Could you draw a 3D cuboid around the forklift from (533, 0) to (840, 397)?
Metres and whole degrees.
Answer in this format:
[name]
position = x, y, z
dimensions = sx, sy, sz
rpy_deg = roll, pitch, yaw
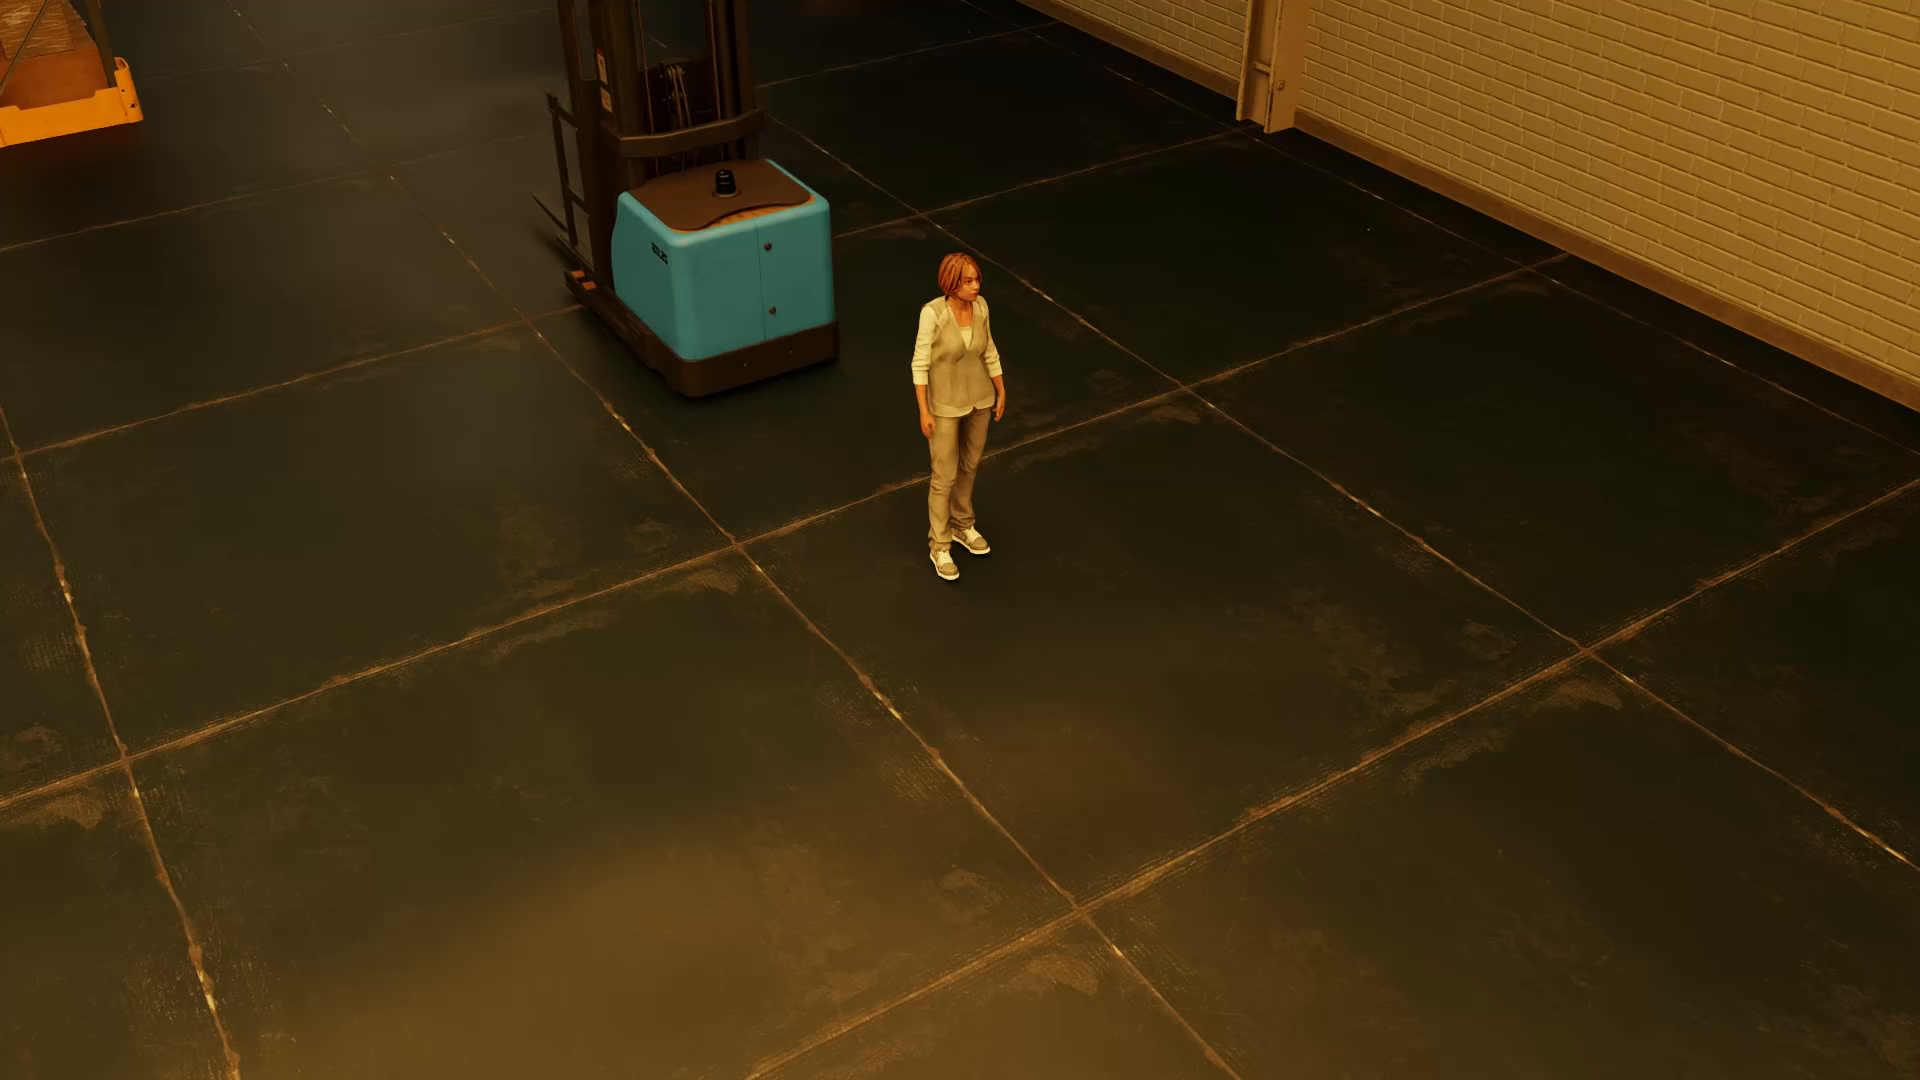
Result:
[forklift]
position = -1.950, -2.851, 10.205
dimensions = 1.130, 2.935, 3.031
rpy_deg = -20, 40, -26

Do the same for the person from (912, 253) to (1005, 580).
[person]
position = 0.029, -0.619, 8.176
dimensions = 0.520, 1.599, 0.473
rpy_deg = -21, 40, -27
